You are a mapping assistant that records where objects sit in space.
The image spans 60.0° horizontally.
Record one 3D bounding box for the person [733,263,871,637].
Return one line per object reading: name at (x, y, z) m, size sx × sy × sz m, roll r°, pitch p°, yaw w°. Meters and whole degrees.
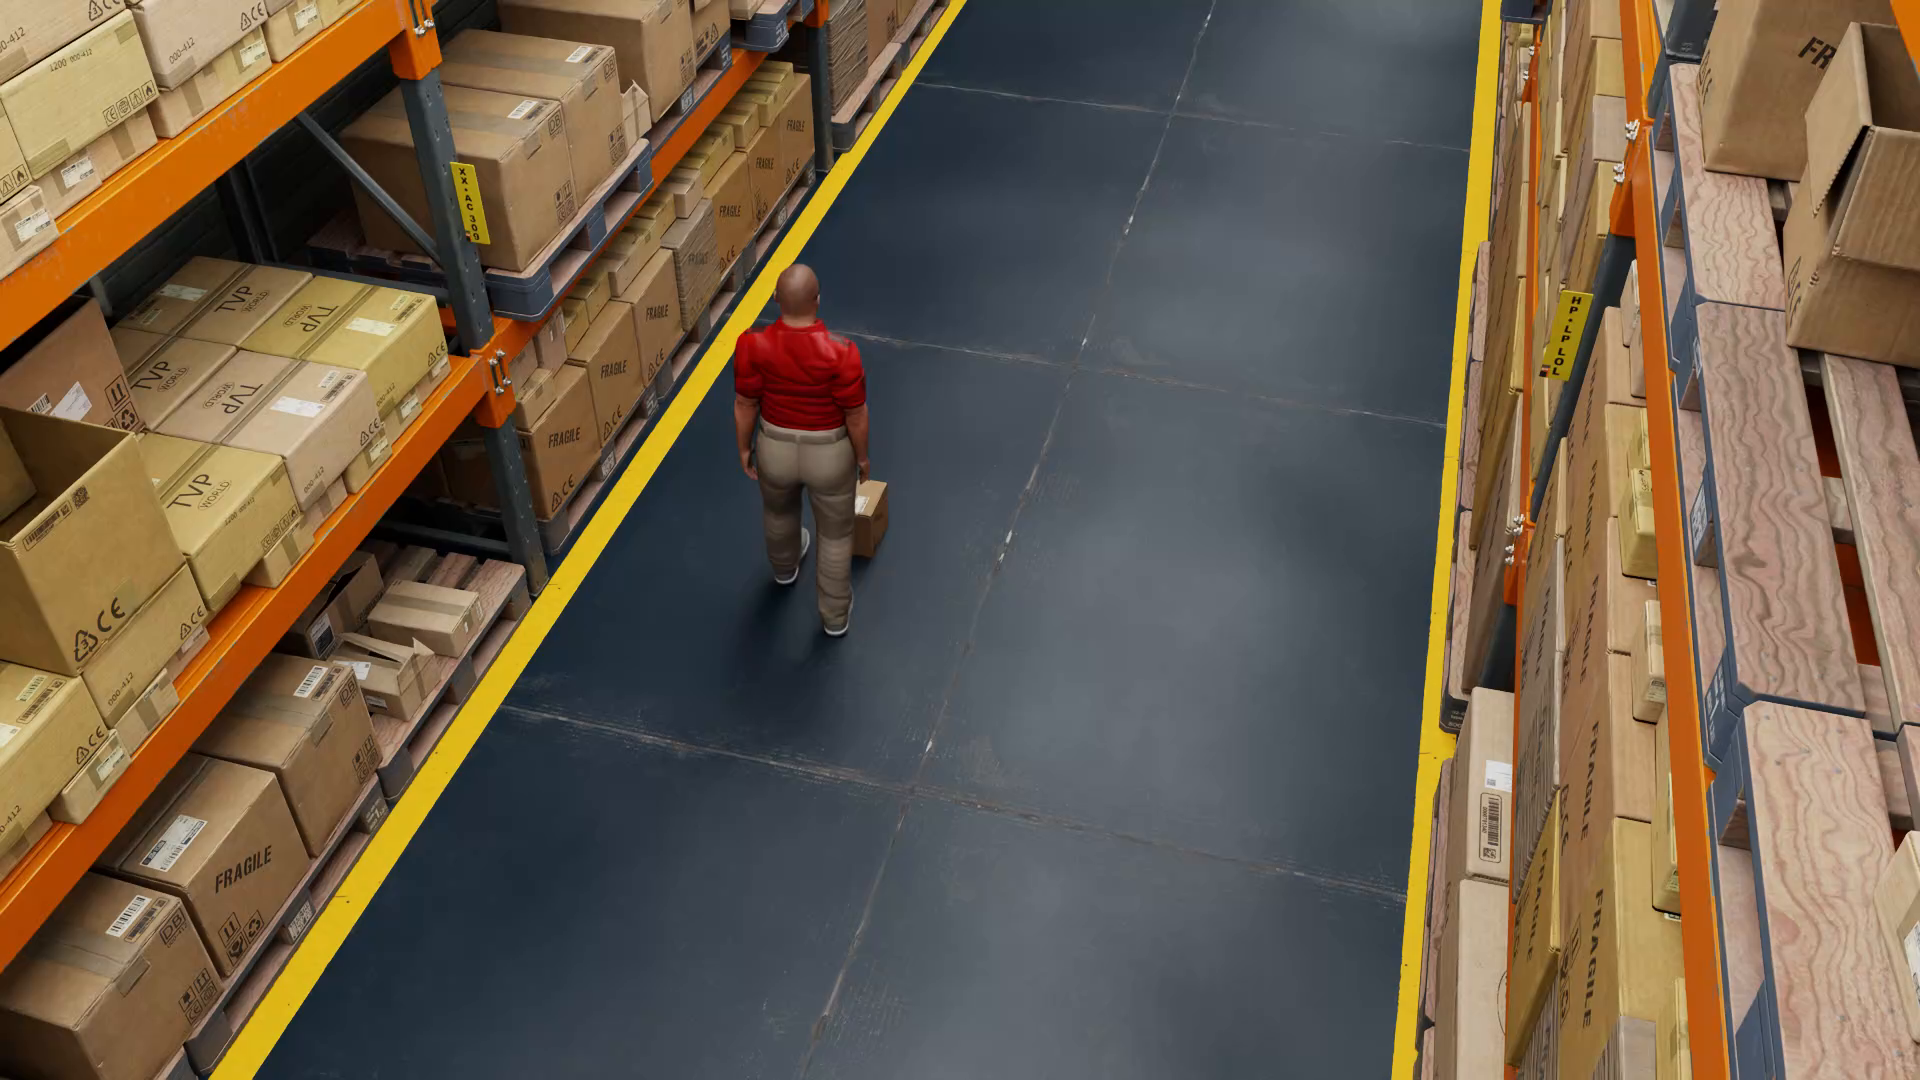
person at (-0.607, -0.437, 6.831) m, size 0.545 × 1.724 × 0.606 m, roll 6°, pitch 41°, yaw 6°
